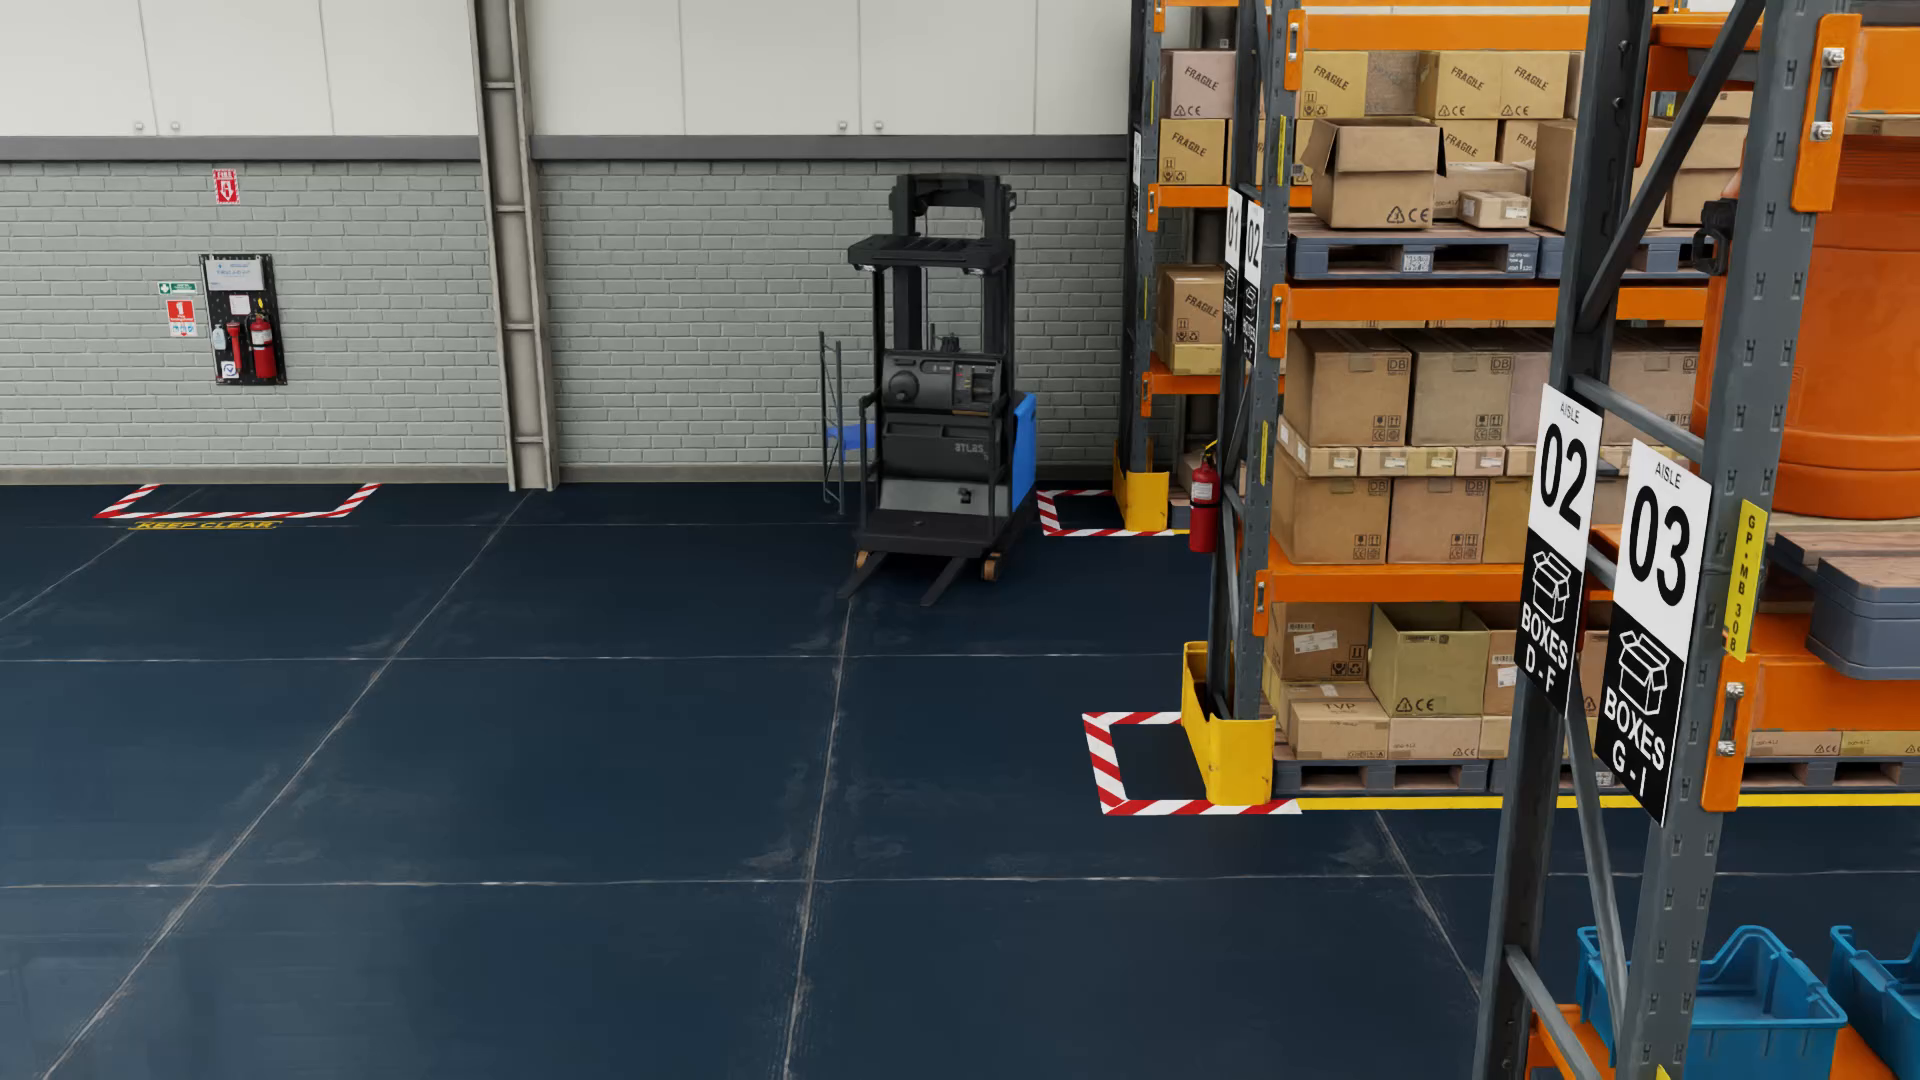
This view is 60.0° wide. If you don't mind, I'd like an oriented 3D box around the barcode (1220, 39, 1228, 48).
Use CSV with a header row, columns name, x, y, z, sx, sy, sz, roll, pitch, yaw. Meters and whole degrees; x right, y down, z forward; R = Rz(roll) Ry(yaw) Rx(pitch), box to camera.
name,x,y,z,sx,sy,sz,roll,pitch,yaw
barcode,2.165,-4.070,13.631,0.075,0.075,0.001,0,18,-1

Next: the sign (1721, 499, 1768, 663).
name,x,y,z,sx,sy,sz,roll,pitch,yaw
sign,1.624,0.085,3.446,0.005,0.325,0.100,0,18,-1

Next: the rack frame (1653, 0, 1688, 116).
name,x,y,z,sx,sy,sz,roll,pitch,yaw
rack frame,5.463,-4.552,13.006,0.127,3.000,1.000,0,18,-1

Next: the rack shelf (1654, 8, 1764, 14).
name,x,y,z,sx,sy,sz,roll,pitch,yaw
rack shelf,7.463,-4.029,13.207,4.000,0.370,1.077,0,18,-1

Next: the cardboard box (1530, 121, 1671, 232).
name,x,y,z,sx,sy,sz,roll,pitch,yaw
cardboard box,3.210,-1.830,8.351,0.500,0.500,0.500,0,18,-1

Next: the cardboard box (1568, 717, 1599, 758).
name,x,y,z,sx,sy,sz,roll,pitch,yaw
cardboard box,3.585,1.005,9.319,0.500,0.250,0.500,0,18,-1

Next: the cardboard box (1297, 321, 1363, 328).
name,x,y,z,sx,sy,sz,roll,pitch,yaw
cardboard box,2.956,-1.882,13.488,0.500,0.500,0.500,-1,18,-3

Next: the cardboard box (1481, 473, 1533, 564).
name,x,y,z,sx,sy,sz,roll,pitch,yaw
cardboard box,3.034,-0.214,9.139,0.500,0.500,0.700,0,18,0

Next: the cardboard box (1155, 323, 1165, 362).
name,x,y,z,sx,sy,sz,roll,pitch,yaw
cardboard box,1.928,-1.676,14.073,0.500,0.250,0.500,0,18,0

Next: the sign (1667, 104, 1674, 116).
name,x,y,z,sx,sy,sz,roll,pitch,yaw
sign,5.479,-3.204,12.868,0.005,0.325,0.100,0,18,-1

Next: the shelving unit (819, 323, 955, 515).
name,x,y,z,sx,sy,sz,roll,pitch,yaw
shelving unit,-0.623,-1.057,14.387,1.048,1.500,0.538,-7,19,-21

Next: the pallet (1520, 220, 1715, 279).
name,x,y,z,sx,sy,sz,roll,pitch,yaw
pallet,3.476,-1.552,8.708,1.213,0.211,1.003,0,18,-1

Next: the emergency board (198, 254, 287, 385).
name,x,y,z,sx,sy,sz,roll,pitch,yaw
emergency board,-6.321,-1.914,14.605,0.643,1.169,0.194,0,18,-1

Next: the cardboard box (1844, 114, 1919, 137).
name,x,y,z,sx,sy,sz,roll,pitch,yaw
cardboard box,5.037,-2.003,8.890,0.500,0.500,0.500,1,18,4

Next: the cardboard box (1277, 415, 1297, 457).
name,x,y,z,sx,sy,sz,roll,pitch,yaw
cardboard box,1.924,-0.580,9.218,0.250,0.149,0.380,-1,18,-2

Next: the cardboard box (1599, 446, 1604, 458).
name,x,y,z,sx,sy,sz,roll,pitch,yaw
cardboard box,3.229,-0.463,8.853,0.250,0.149,0.380,-1,18,-2

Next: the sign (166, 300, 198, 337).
name,x,y,z,sx,sy,sz,roll,pitch,yaw
sign,-6.876,-1.960,14.689,0.234,0.329,0.001,0,18,-1

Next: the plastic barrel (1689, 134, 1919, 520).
name,x,y,z,sx,sy,sz,roll,pitch,yaw
plastic barrel,2.104,-0.524,3.970,0.708,0.830,0.600,0,18,-1

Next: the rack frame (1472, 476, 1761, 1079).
name,x,y,z,sx,sy,sz,roll,pitch,yaw
rack frame,1.620,1.350,4.429,0.127,3.000,1.000,0,18,-1

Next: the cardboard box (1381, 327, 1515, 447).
name,x,y,z,sx,sy,sz,roll,pitch,yaw
cardboard box,2.591,-0.831,8.941,0.500,0.500,0.700,-1,18,-2

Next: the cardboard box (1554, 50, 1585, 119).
name,x,y,z,sx,sy,sz,roll,pitch,yaw
cardboard box,4.966,-3.572,13.027,0.500,0.500,0.500,-2,18,-6

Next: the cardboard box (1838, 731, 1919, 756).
name,x,y,z,sx,sy,sz,roll,pitch,yaw
cardboard box,5.085,0.996,9.346,0.500,0.250,0.500,0,18,-1

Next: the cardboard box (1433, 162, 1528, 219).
name,x,y,z,sx,sy,sz,roll,pitch,yaw
cardboard box,2.692,-1.873,8.893,0.500,0.250,0.500,0,18,-1

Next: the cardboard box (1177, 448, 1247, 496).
name,x,y,z,sx,sy,sz,roll,pitch,yaw
cardboard box,2.157,-0.581,14.130,0.500,0.311,0.500,-2,18,-7

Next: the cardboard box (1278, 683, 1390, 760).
name,x,y,z,sx,sy,sz,roll,pitch,yaw
cardboard box,2.085,1.012,9.298,0.500,0.250,0.500,0,18,-1

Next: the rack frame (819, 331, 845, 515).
name,x,y,z,sx,sy,sz,roll,pitch,yaw
rack frame,-1.094,-0.998,14.204,0.032,1.500,0.500,-7,19,-21

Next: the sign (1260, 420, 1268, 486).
name,x,y,z,sx,sy,sz,roll,pitch,yaw
sign,1.548,-0.444,8.473,0.005,0.325,0.100,0,18,-1

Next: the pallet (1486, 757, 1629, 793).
name,x,y,z,sx,sy,sz,roll,pitch,yaw
pallet,3.526,1.143,9.638,1.213,0.211,1.003,0,18,-1

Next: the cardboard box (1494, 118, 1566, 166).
name,x,y,z,sx,sy,sz,roll,pitch,yaw
cardboard box,4.456,-3.104,13.207,0.500,0.500,0.500,-2,18,-6

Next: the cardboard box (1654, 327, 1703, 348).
name,x,y,z,sx,sy,sz,roll,pitch,yaw
cardboard box,4.095,-0.839,8.964,0.500,0.500,0.700,0,18,-1

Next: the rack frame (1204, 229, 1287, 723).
name,x,y,z,sx,sy,sz,roll,pitch,yaw
rack frame,1.545,-0.163,9.145,0.127,3.000,1.000,0,18,-1

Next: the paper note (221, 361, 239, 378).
name,x,y,z,sx,sy,sz,roll,pitch,yaw
paper note,-6.499,-1.515,14.802,0.142,0.148,0.016,0,18,-1

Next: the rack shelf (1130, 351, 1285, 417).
name,x,y,z,sx,sy,sz,roll,pitch,yaw
rack shelf,3.463,-1.343,14.002,4.000,0.370,1.077,0,18,-1

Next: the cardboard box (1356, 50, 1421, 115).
name,x,y,z,sx,sy,sz,roll,pitch,yaw
cardboard box,3.432,-3.721,13.493,0.500,0.500,0.500,0,18,-1

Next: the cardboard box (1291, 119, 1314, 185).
name,x,y,z,sx,sy,sz,roll,pitch,yaw
cardboard box,2.858,-3.082,13.138,0.500,0.500,0.500,1,18,2

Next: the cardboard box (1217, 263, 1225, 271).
name,x,y,z,sx,sy,sz,roll,pitch,yaw
cardboard box,2.435,-2.038,13.975,0.500,0.500,0.500,0,18,0

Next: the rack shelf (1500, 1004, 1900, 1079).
name,x,y,z,sx,sy,sz,roll,pitch,yaw
rack shelf,3.619,1.683,4.569,4.000,0.370,1.077,0,18,-1

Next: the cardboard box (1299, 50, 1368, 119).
name,x,y,z,sx,sy,sz,roll,pitch,yaw
cardboard box,2.867,-3.558,12.985,0.500,0.500,0.500,0,18,1

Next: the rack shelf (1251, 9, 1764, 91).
name,x,y,z,sx,sy,sz,roll,pitch,yaw
rack shelf,3.545,-2.496,8.430,4.000,0.370,1.077,0,18,-1

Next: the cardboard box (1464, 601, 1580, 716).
name,x,y,z,sx,sy,sz,roll,pitch,yaw
cardboard box,3.085,0.645,9.212,0.500,0.500,0.500,0,18,-1

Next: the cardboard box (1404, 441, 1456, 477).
name,x,y,z,sx,sy,sz,roll,pitch,yaw
cardboard box,2.454,-0.459,8.841,0.250,0.149,0.380,0,18,-1

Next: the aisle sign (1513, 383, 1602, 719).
name,x,y,z,sx,sy,sz,roll,pitch,yaw
aisle sign,1.543,0.021,4.314,0.004,0.787,0.394,0,18,-1

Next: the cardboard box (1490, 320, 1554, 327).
name,x,y,z,sx,sy,sz,roll,pitch,yaw
cardboard box,4.496,-1.890,13.513,0.500,0.500,0.500,0,18,-1

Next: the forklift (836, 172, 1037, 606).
name,x,y,z,sx,sy,sz,roll,pitch,yaw
forklift,-0.184,-1.207,12.513,1.130,2.935,3.031,4,18,13
